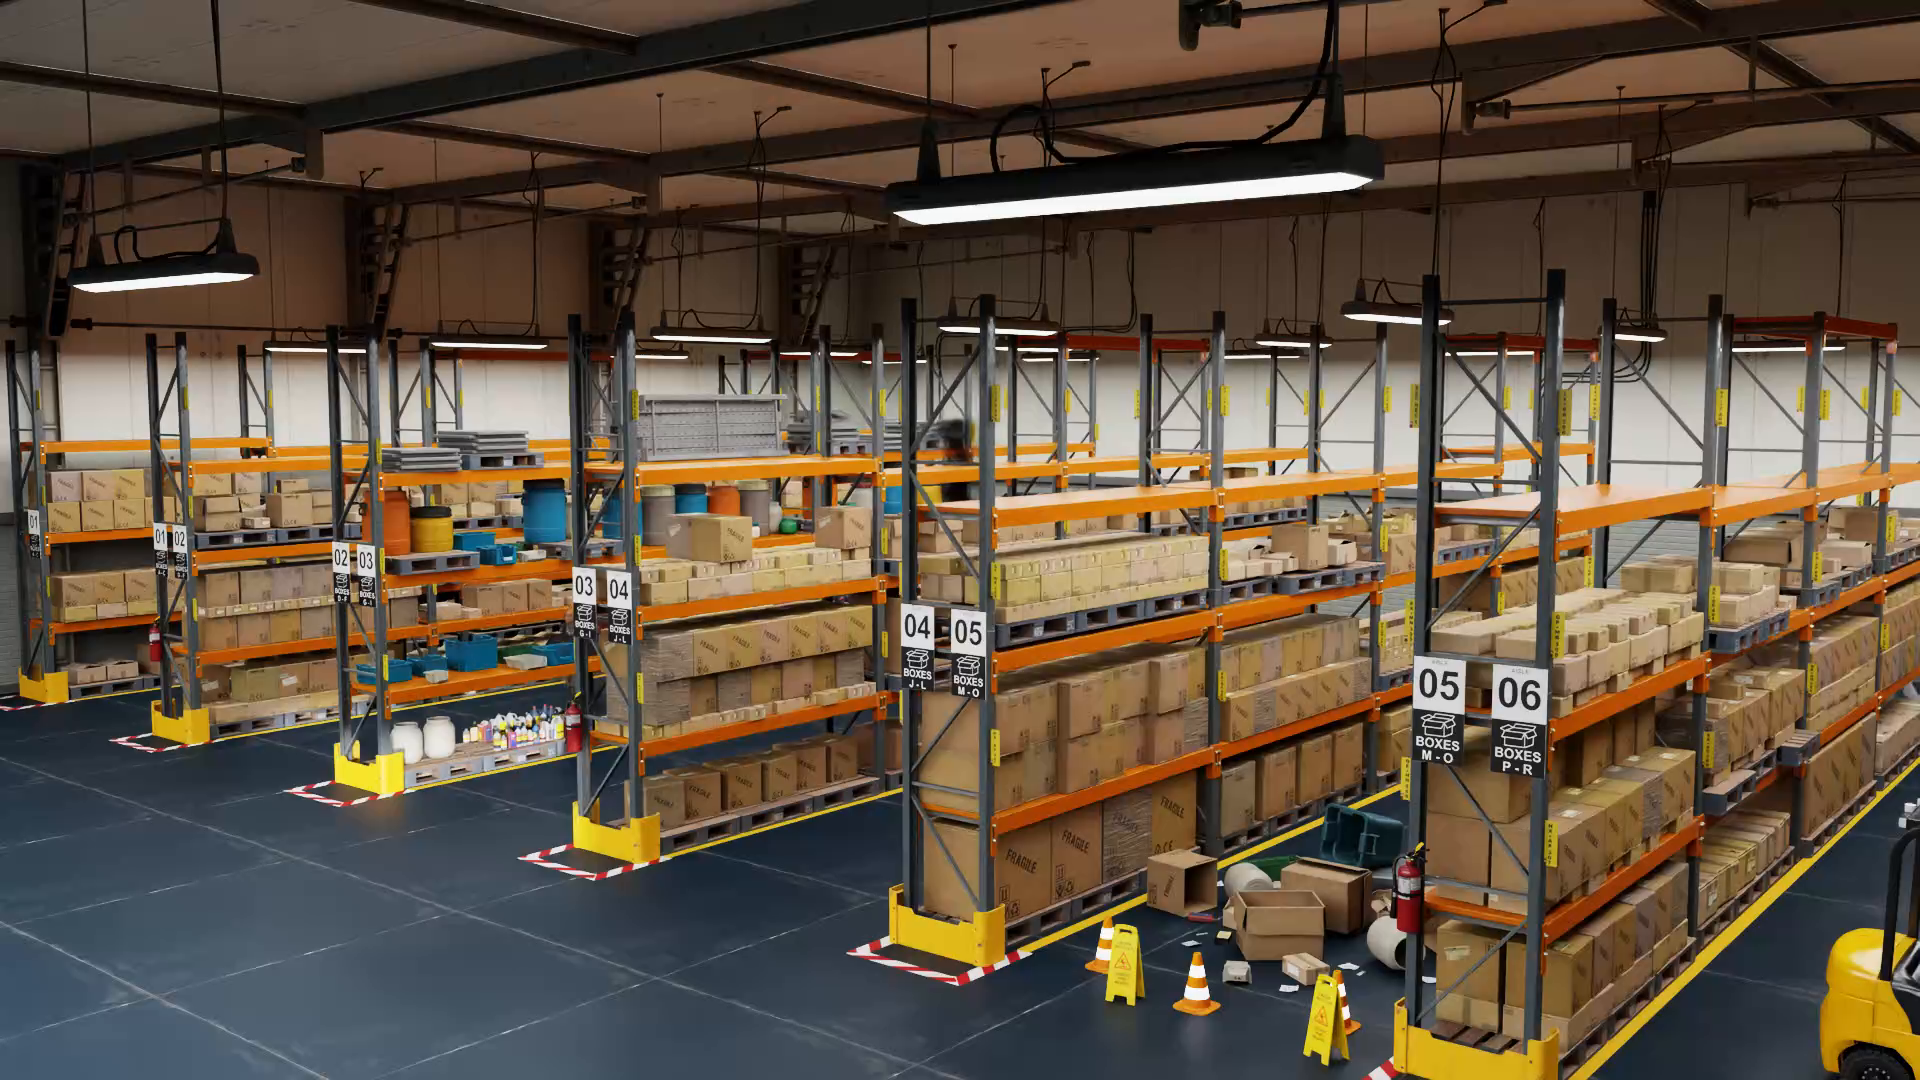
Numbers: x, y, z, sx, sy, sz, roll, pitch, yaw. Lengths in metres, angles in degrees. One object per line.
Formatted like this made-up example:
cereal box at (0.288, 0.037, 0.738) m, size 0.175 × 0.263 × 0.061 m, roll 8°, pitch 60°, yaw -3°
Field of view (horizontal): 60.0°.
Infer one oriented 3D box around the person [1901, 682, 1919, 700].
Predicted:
person at (14.937, 1.946, 26.511) m, size 0.840 × 1.723 × 0.543 m, roll 3°, pitch 6°, yaw 27°

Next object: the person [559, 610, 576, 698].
person at (-6.163, 1.937, 26.791) m, size 0.654 × 1.671 × 0.758 m, roll 2°, pitch 6°, yaw 25°
